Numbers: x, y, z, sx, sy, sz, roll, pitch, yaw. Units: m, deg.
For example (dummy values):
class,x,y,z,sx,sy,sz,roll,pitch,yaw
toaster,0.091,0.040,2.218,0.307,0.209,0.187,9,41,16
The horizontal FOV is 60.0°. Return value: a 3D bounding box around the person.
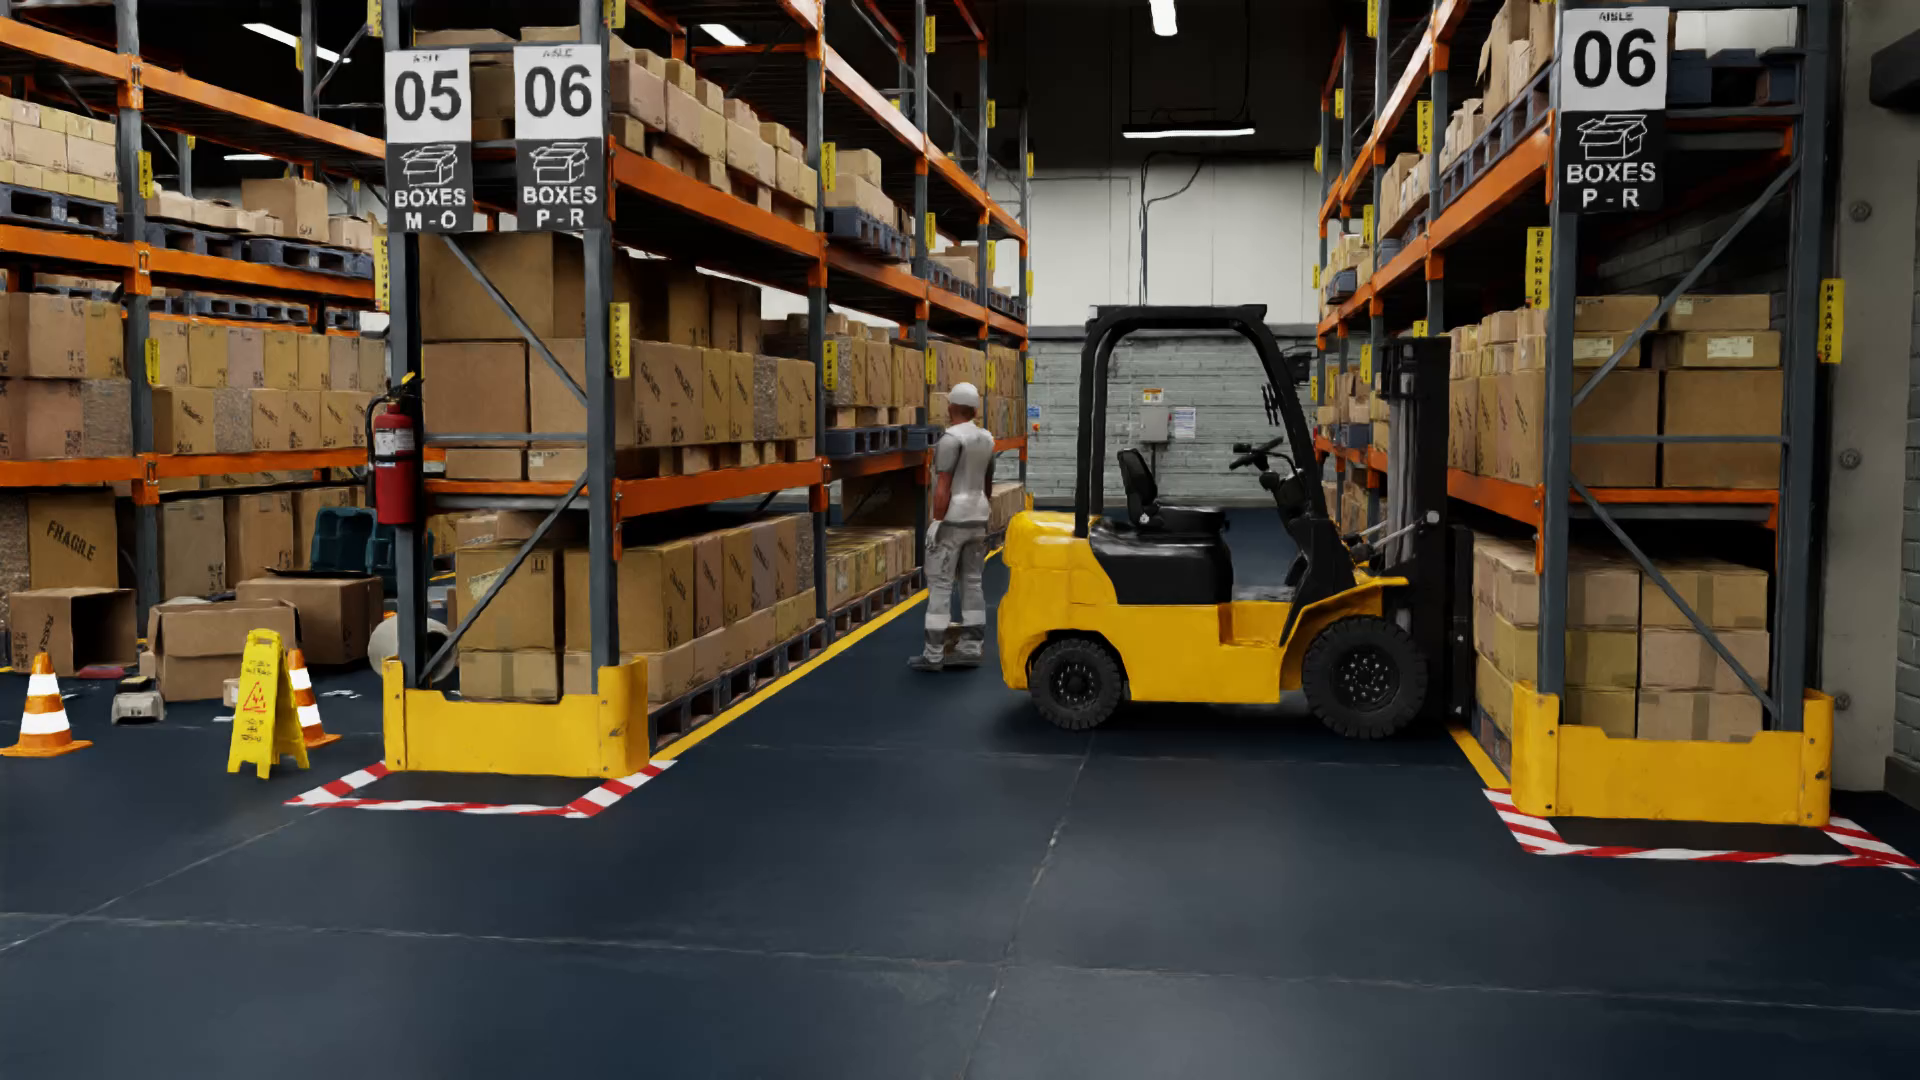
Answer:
class,x,y,z,sx,sy,sz,roll,pitch,yaw
person,-0.059,-0.094,10.435,0.476,1.790,0.594,4,6,41
